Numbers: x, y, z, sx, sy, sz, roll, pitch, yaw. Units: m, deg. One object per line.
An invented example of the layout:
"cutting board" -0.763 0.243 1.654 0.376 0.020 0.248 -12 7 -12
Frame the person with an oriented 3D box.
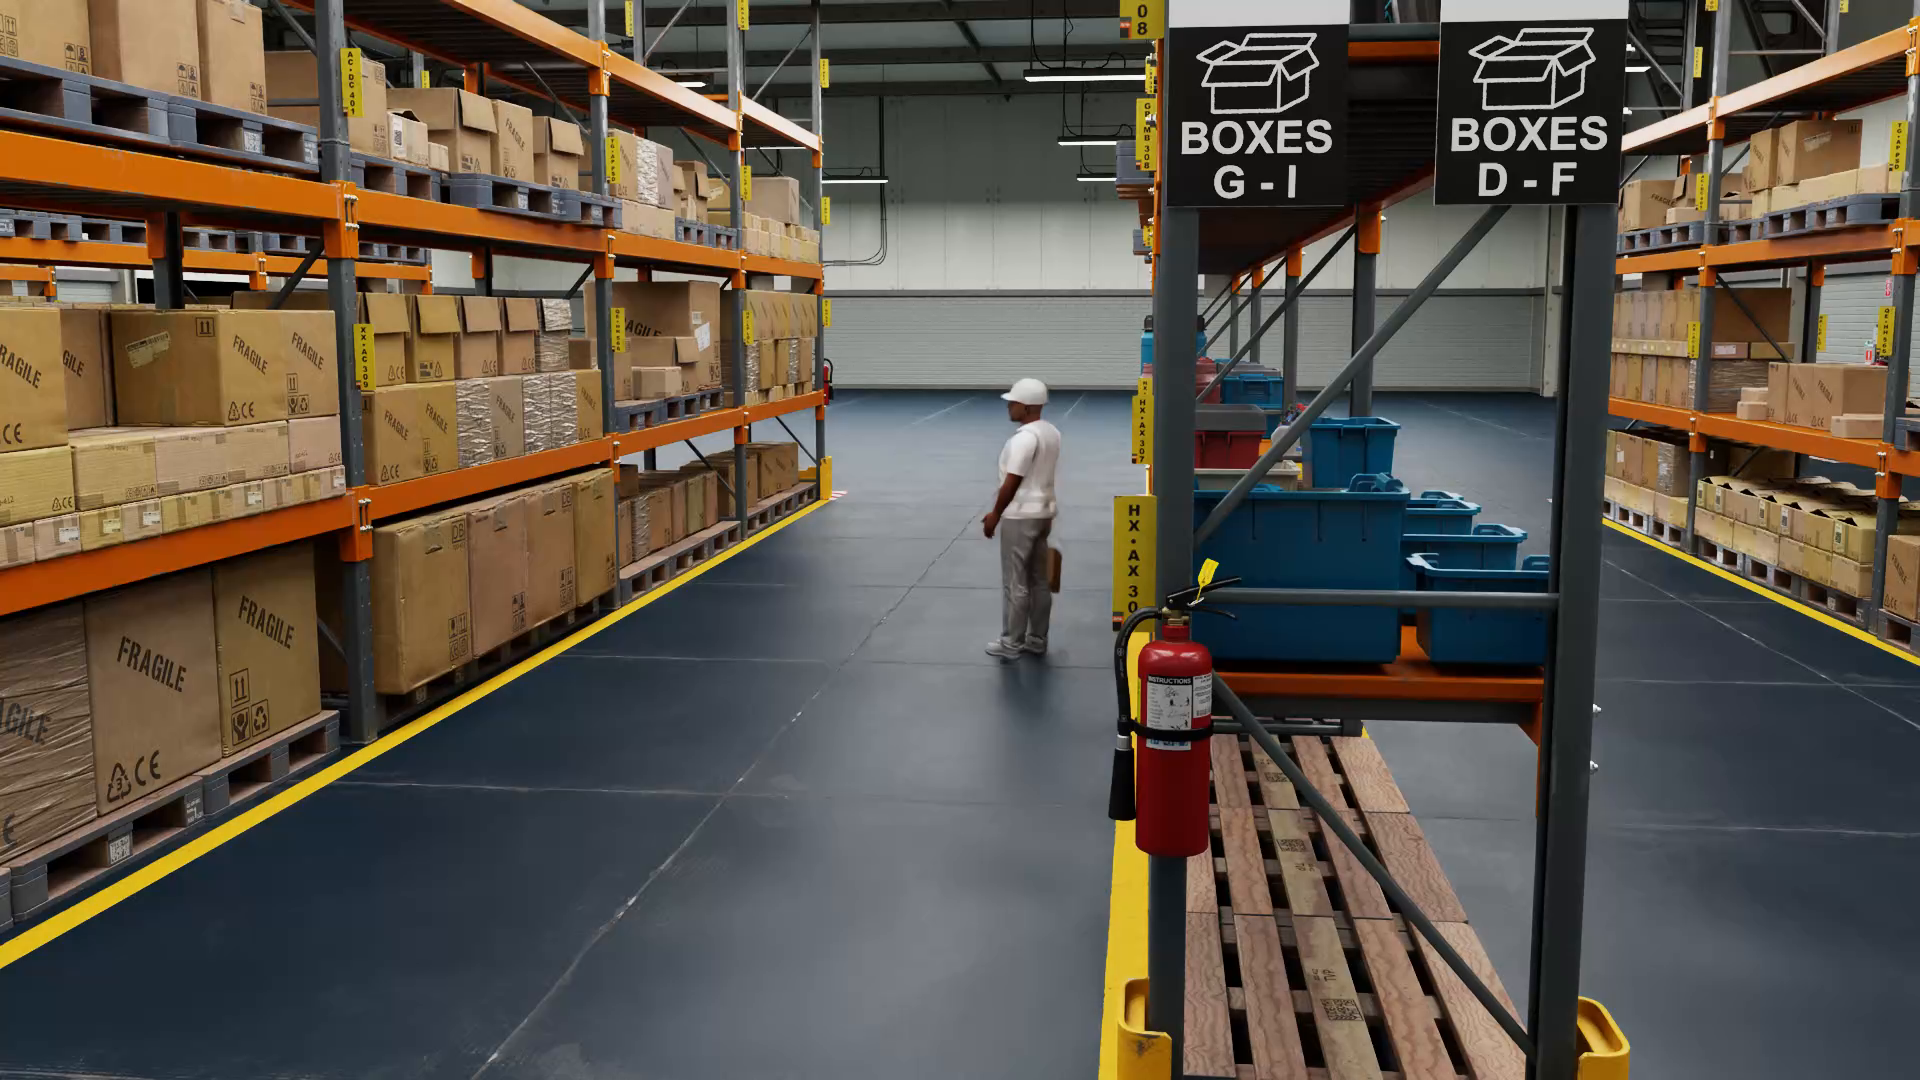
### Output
"person" 0.390 -0.136 10.557 0.452 1.775 0.600 4 8 25
